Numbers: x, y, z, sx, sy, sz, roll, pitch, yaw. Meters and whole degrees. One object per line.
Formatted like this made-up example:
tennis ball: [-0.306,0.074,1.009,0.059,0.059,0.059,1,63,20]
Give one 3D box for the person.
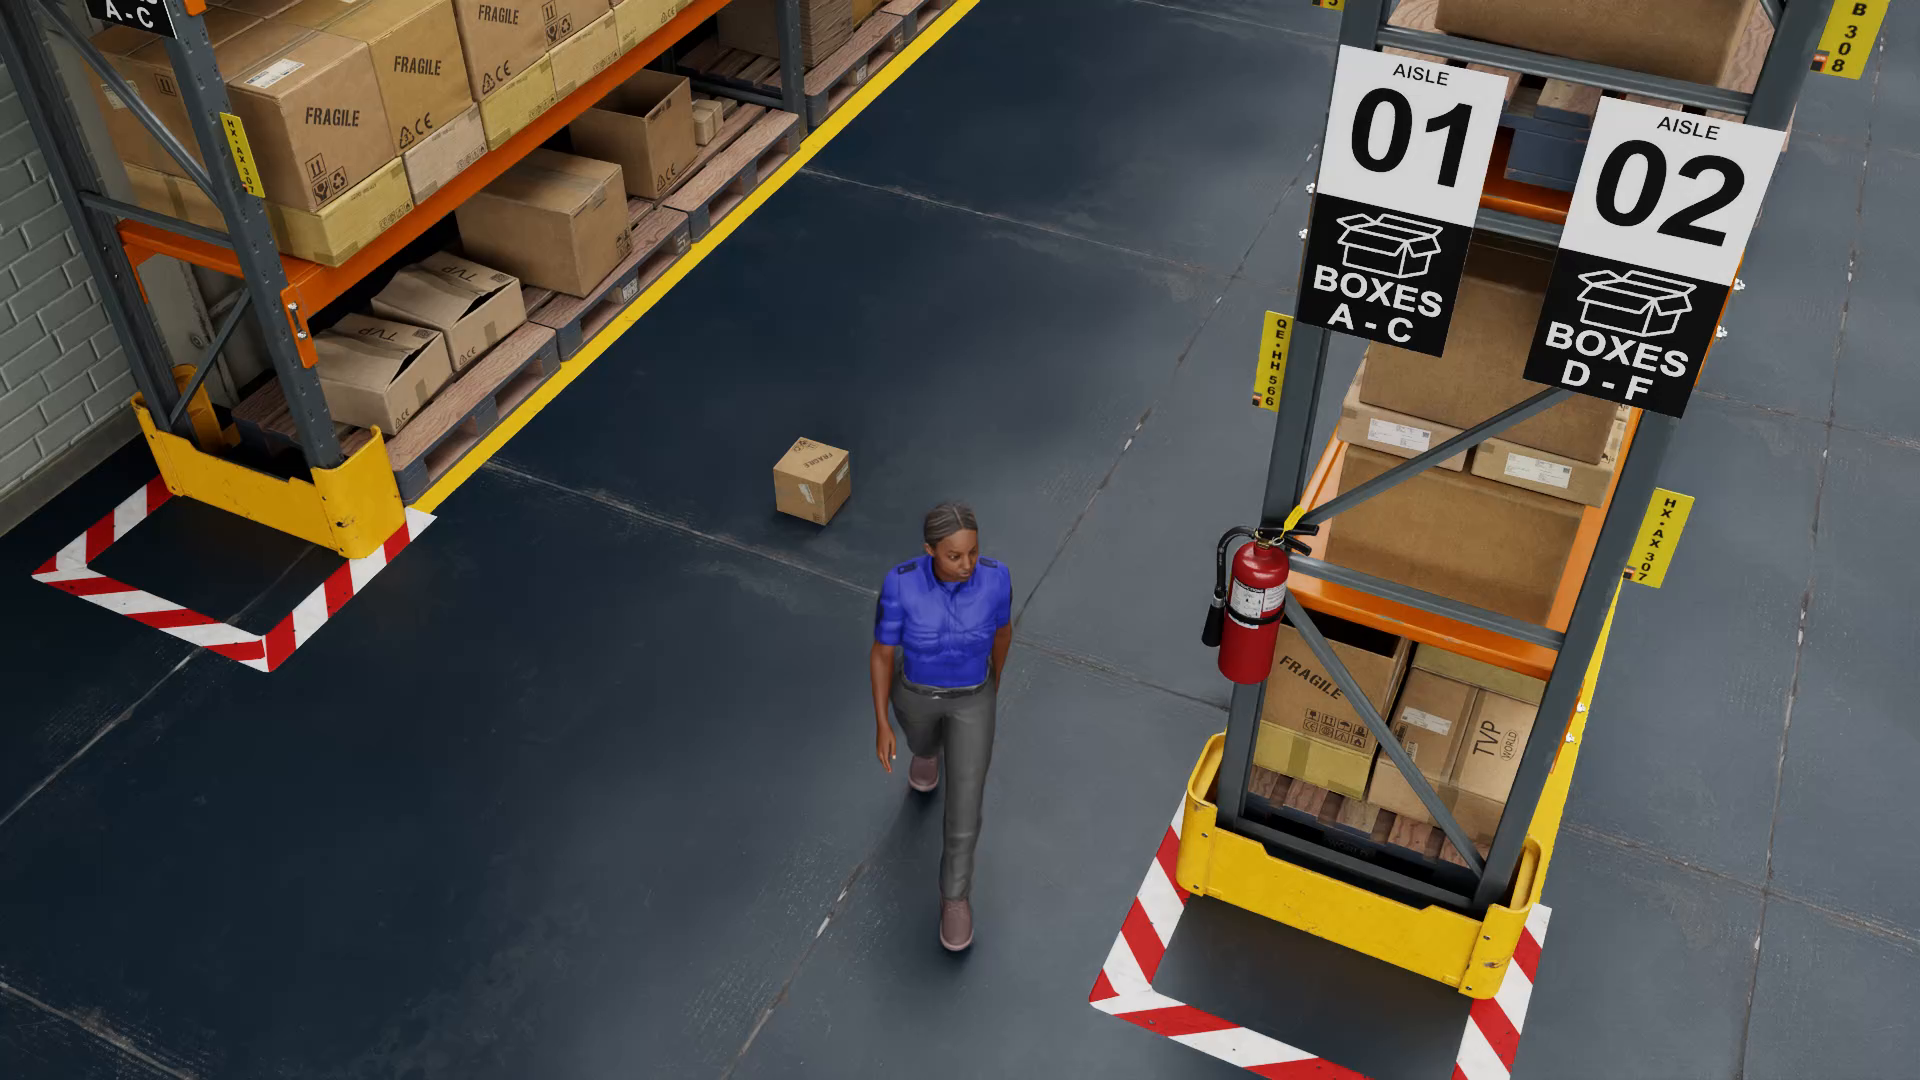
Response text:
person: [-0.060,0.524,5.582,0.467,1.606,0.973,0,42,0]
